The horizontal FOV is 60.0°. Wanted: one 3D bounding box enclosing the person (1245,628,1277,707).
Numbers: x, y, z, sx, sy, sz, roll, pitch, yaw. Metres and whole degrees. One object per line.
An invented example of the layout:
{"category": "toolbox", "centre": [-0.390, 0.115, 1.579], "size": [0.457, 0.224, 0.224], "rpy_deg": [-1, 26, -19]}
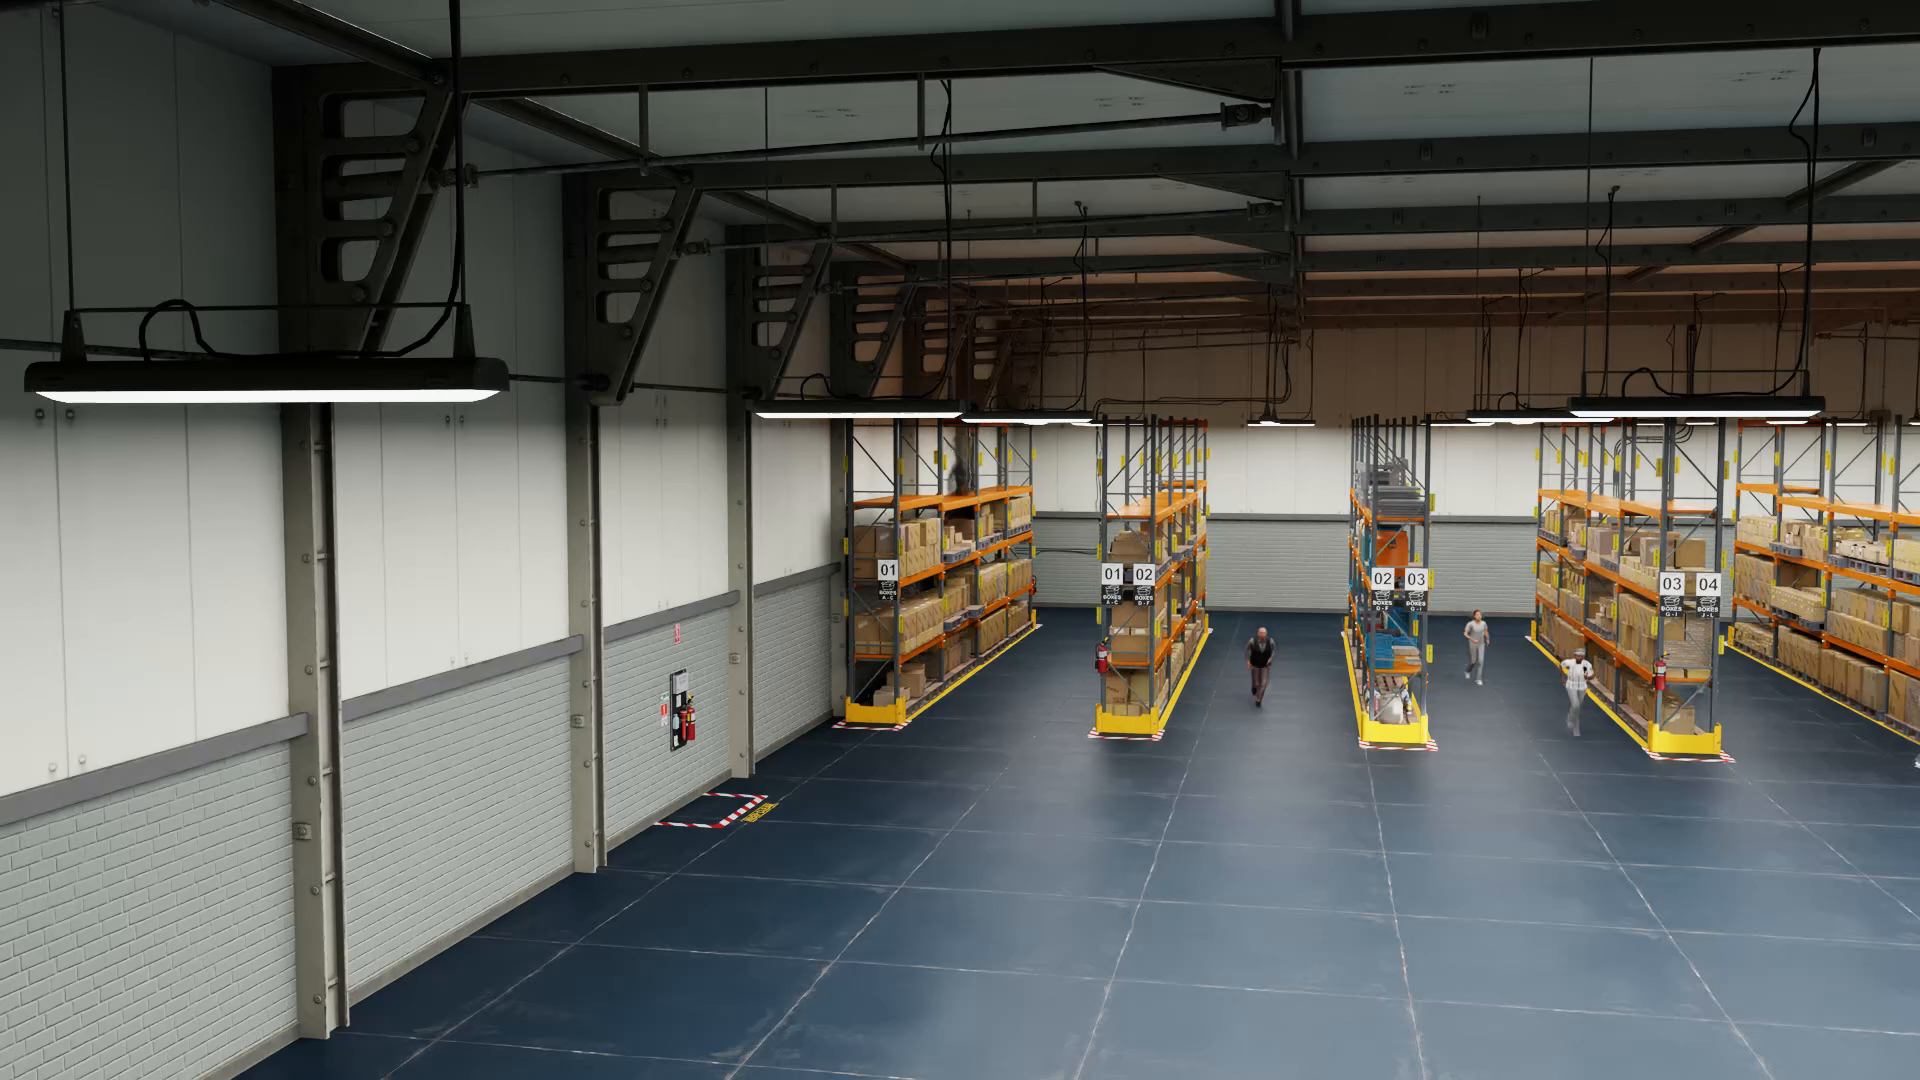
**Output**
{"category": "person", "centre": [6.224, 2.622, 34.500], "size": [0.656, 1.667, 0.804], "rpy_deg": [0, 4, -3]}

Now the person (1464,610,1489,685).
{"category": "person", "centre": [11.656, 2.399, 37.533], "size": [0.590, 1.670, 0.794], "rpy_deg": [0, 4, -3]}

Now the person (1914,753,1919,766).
{"category": "person", "centre": [16.412, 3.095, 27.815], "size": [0.524, 1.523, 0.784], "rpy_deg": [-3, 5, -37]}

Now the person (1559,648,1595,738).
{"category": "person", "centre": [11.551, 2.830, 31.193], "size": [0.573, 1.693, 0.897], "rpy_deg": [0, 4, 2]}

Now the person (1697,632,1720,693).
{"category": "person", "centre": [16.240, 2.468, 36.378], "size": [0.682, 1.722, 0.934], "rpy_deg": [1, 4, 8]}
